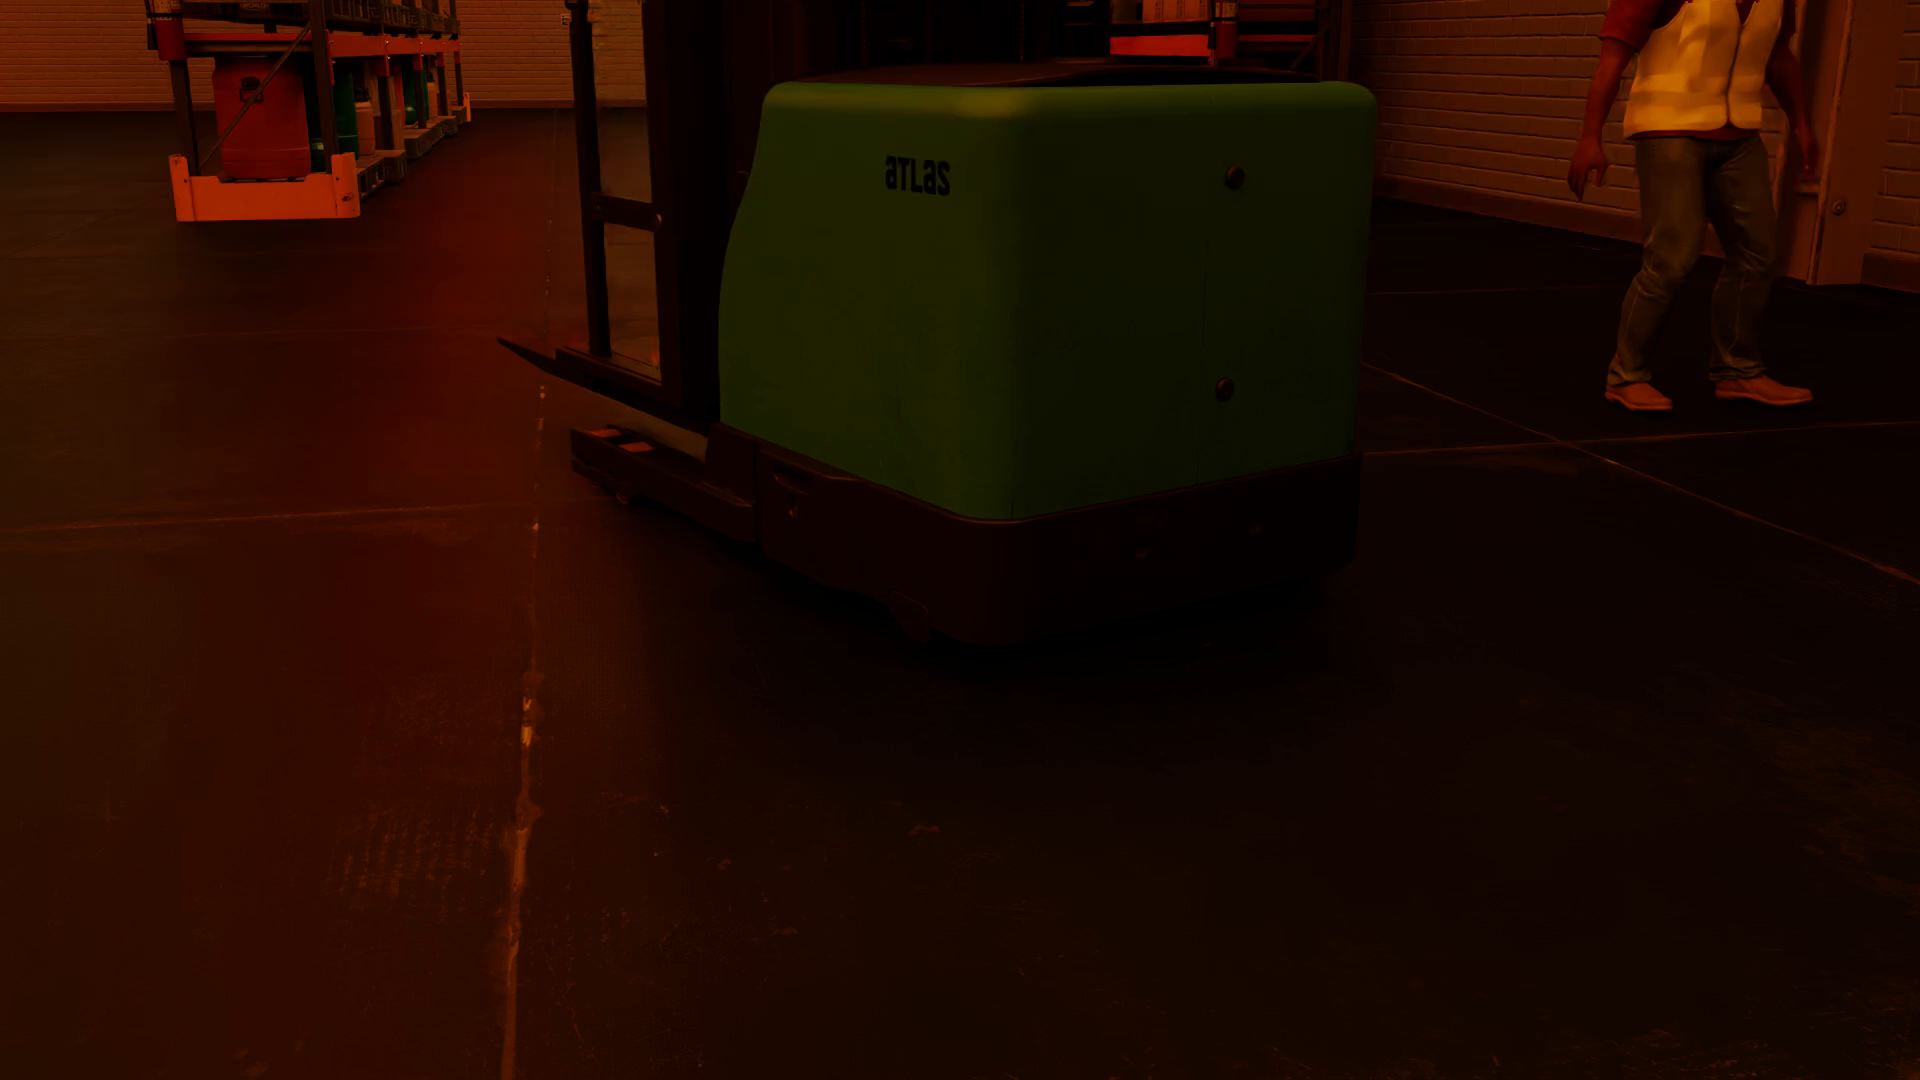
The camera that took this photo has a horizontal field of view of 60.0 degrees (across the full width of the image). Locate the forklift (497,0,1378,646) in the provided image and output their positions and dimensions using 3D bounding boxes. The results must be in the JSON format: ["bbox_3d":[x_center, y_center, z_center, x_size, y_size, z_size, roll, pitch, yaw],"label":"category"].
[{"bbox_3d":[-0.391,-1.565,4.136,1.130,2.935,3.031,-11,20,-33],"label":"forklift"}]

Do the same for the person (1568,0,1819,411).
[{"bbox_3d":[2.370,-1.270,5.244,0.852,1.737,0.428,-5,17,-18],"label":"person"}]
